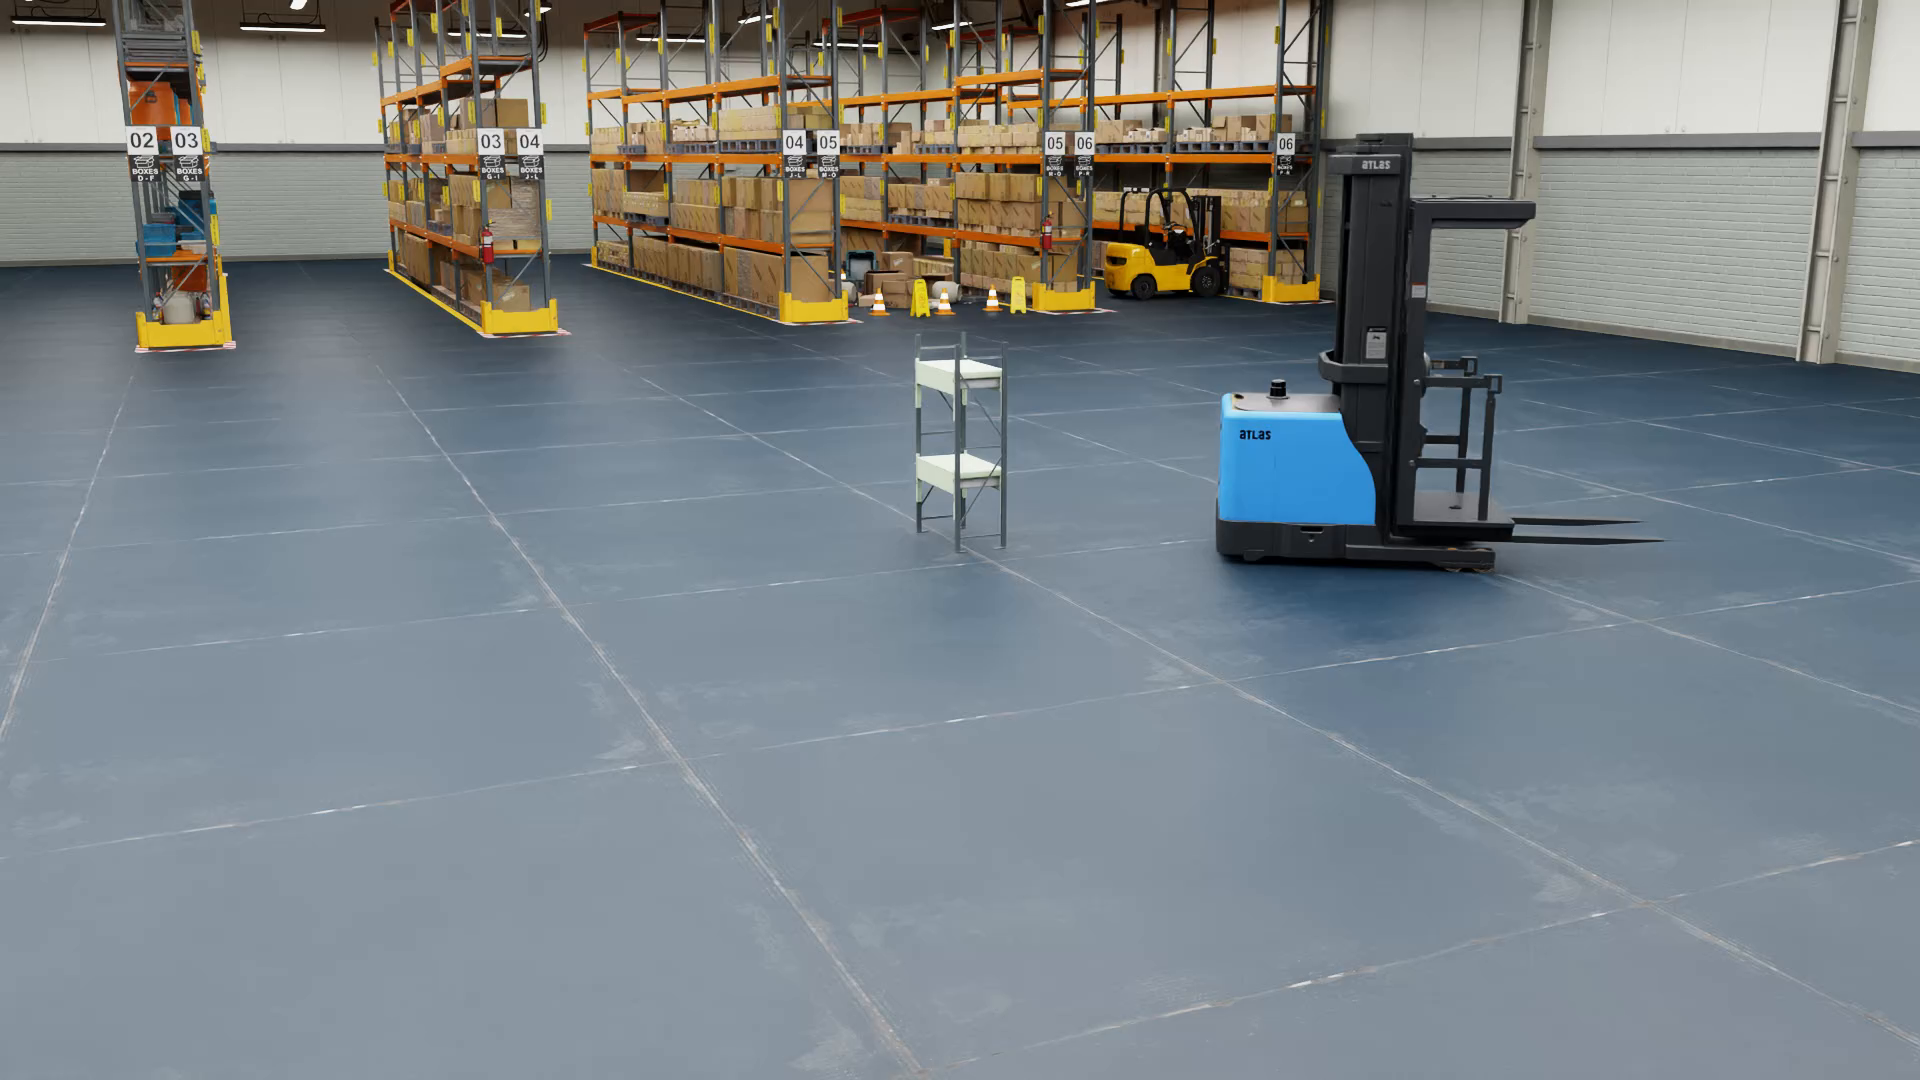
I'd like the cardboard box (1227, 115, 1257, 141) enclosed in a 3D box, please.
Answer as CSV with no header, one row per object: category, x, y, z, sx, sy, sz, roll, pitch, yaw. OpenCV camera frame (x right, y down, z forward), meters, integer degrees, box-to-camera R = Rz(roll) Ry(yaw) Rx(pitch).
cardboard box,5.786,-8.241,33.299,0.700,0.500,0.500,-6,14,-23

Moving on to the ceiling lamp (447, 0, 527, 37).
ceiling lamp,-12.282,-14.700,42.980,2.000,3.185,0.800,-6,14,-23

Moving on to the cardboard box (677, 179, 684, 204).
cardboard box,-5.570,-7.366,35.104,0.700,0.500,0.500,-6,14,-23

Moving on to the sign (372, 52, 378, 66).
sign,-14.041,-11.556,39.918,0.100,0.325,0.005,-6,14,-23

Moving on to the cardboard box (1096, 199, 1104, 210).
cardboard box,3.454,-7.794,38.617,0.500,0.250,0.500,-5,14,-21

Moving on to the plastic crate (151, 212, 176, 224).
plastic crate,-14.497,-5.719,30.286,0.402,0.464,0.583,-6,14,-23

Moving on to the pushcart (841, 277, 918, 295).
pushcart,-1.712,-5.072,33.446,1.648,0.377,0.936,-12,18,-42

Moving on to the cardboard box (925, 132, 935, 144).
cardboard box,-0.411,-8.476,35.090,0.500,0.250,0.500,-5,14,-22

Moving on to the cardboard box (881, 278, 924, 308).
cardboard box,-1.064,-4.657,31.375,0.637,0.503,0.797,6,14,26

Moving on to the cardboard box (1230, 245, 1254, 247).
cardboard box,5.894,-5.970,34.462,0.500,0.250,0.500,-6,14,-24

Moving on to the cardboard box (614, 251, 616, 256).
cardboard box,-8.390,-7.140,41.300,0.380,0.149,0.250,-5,14,-20

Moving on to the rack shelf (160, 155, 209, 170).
rack shelf,-17.267,-8.400,36.954,1.077,0.370,4.000,-6,14,-23

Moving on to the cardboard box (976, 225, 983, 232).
cardboard box,0.539,-6.195,33.042,0.380,0.149,0.250,-5,14,-21

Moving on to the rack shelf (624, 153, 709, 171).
rack shelf,-6.542,-8.448,37.161,1.077,0.370,4.000,-6,14,-23

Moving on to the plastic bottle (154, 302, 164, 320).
plastic bottle,-12.872,-3.678,26.675,0.152,0.276,0.135,-6,14,-23

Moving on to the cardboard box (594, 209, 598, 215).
cardboard box,-9.116,-8.358,42.386,0.380,0.149,0.250,-6,14,-23

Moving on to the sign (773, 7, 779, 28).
sign,-3.039,-8.641,27.502,0.100,0.325,0.005,-6,14,-23

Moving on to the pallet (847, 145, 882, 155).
pallet,-2.003,-9.120,38.889,1.003,0.211,1.213,-5,14,-20

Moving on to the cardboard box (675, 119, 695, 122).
cardboard box,-5.995,-9.071,36.338,0.396,0.266,0.258,-6,14,-23

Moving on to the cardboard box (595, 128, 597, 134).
cardboard box,-8.897,-10.198,41.468,0.380,0.149,0.250,-6,14,-23

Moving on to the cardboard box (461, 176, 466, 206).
cardboard box,-8.164,-5.926,28.224,0.500,0.500,0.500,-6,14,-23

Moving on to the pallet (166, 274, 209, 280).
pallet,-16.796,-5.666,36.381,1.003,0.211,1.213,-6,14,-23

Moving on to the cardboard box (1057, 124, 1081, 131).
cardboard box,2.004,-7.558,30.511,0.380,0.149,0.250,-6,14,-23

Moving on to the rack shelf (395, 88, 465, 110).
rack shelf,-11.127,-9.287,35.023,1.077,0.370,4.000,-6,14,-23

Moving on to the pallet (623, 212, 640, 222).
pallet,-7.170,-7.486,38.486,1.003,0.211,1.213,-6,14,-23

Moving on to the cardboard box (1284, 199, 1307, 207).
cardboard box,6.608,-6.646,32.774,0.380,0.149,0.250,-6,14,-24

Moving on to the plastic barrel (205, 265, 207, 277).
plastic barrel,-15.980,-5.798,34.490,0.600,0.901,0.708,-6,14,-23

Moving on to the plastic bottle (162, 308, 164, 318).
plastic bottle,-12.775,-3.692,26.716,0.061,0.283,0.133,-6,14,-23

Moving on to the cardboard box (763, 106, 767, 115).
cardboard box,-3.183,-7.395,28.654,0.380,0.149,0.250,-5,14,-22

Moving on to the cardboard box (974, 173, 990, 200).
cardboard box,0.695,-6.922,32.526,0.700,0.500,0.500,-6,14,-24

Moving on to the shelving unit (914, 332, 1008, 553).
shelving unit,0.003,-0.729,12.195,0.431,1.500,0.755,-6,14,-23

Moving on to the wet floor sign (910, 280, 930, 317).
wet floor sign,-0.710,-4.297,29.504,0.267,0.644,0.232,-9,16,-33

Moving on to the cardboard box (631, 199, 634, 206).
cardboard box,-7.292,-7.694,37.927,0.380,0.149,0.250,-6,14,-25

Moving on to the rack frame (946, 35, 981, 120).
rack frame,0.096,-12.416,46.060,1.000,3.000,0.127,-6,14,-23

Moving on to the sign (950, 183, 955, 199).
sign,-0.150,-7.079,33.734,0.100,0.325,0.005,-6,14,-23

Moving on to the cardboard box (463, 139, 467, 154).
cardboard box,-7.947,-6.518,27.561,0.500,0.250,0.500,-5,14,-22

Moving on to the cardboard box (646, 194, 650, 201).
cardboard box,-6.671,-7.517,36.501,0.380,0.149,0.250,-5,14,-21

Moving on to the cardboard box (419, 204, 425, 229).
cardboard box,-10.945,-6.728,34.567,0.500,0.500,0.500,-6,14,-23

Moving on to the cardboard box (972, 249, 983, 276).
cardboard box,0.571,-5.540,33.157,0.500,0.500,0.500,-5,14,-21

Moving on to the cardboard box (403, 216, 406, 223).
cardboard box,-12.350,-7.234,37.531,0.380,0.149,0.250,-6,14,-23

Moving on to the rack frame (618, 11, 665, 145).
rack frame,-7.343,-10.673,38.527,1.000,3.000,0.127,-6,14,-23

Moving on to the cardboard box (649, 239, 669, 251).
cardboard box,-6.656,-6.603,37.198,0.500,0.250,0.500,-5,14,-22

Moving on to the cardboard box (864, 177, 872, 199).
cardboard box,-1.905,-8.116,38.345,0.500,0.500,0.500,-5,14,-22

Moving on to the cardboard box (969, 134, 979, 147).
cardboard box,0.497,-7.877,32.773,0.500,0.250,0.500,-6,14,-23

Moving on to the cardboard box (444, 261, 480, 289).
cardboard box,-9.805,-5.243,32.939,0.700,0.500,0.500,-7,15,-28

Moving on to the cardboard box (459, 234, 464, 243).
cardboard box,-8.528,-5.268,29.037,0.380,0.149,0.250,-6,14,-23

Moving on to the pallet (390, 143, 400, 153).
pallet,-12.731,-9.163,38.852,1.003,0.211,1.213,-6,14,-23

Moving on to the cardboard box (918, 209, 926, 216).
cardboard box,-0.683,-7.052,35.812,0.380,0.149,0.250,-5,14,-21

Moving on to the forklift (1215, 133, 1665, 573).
forklift,3.369,-1.329,11.614,3.031,2.935,1.130,2,13,8

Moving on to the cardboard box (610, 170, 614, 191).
cardboard box,-8.183,-8.717,40.282,0.500,0.500,0.500,-5,14,-21

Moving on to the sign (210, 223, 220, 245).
sign,-11.153,-4.580,24.893,0.100,0.325,0.005,-6,14,-23

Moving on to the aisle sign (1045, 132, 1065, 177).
aisle sign,1.718,-6.966,30.052,0.394,0.787,0.004,-6,14,-23

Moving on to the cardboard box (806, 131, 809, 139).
cardboard box,-2.482,-7.016,28.782,0.380,0.149,0.250,-5,14,-22

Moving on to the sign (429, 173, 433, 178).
sign,-13.027,-8.875,40.971,0.100,0.325,0.005,-6,14,-23
